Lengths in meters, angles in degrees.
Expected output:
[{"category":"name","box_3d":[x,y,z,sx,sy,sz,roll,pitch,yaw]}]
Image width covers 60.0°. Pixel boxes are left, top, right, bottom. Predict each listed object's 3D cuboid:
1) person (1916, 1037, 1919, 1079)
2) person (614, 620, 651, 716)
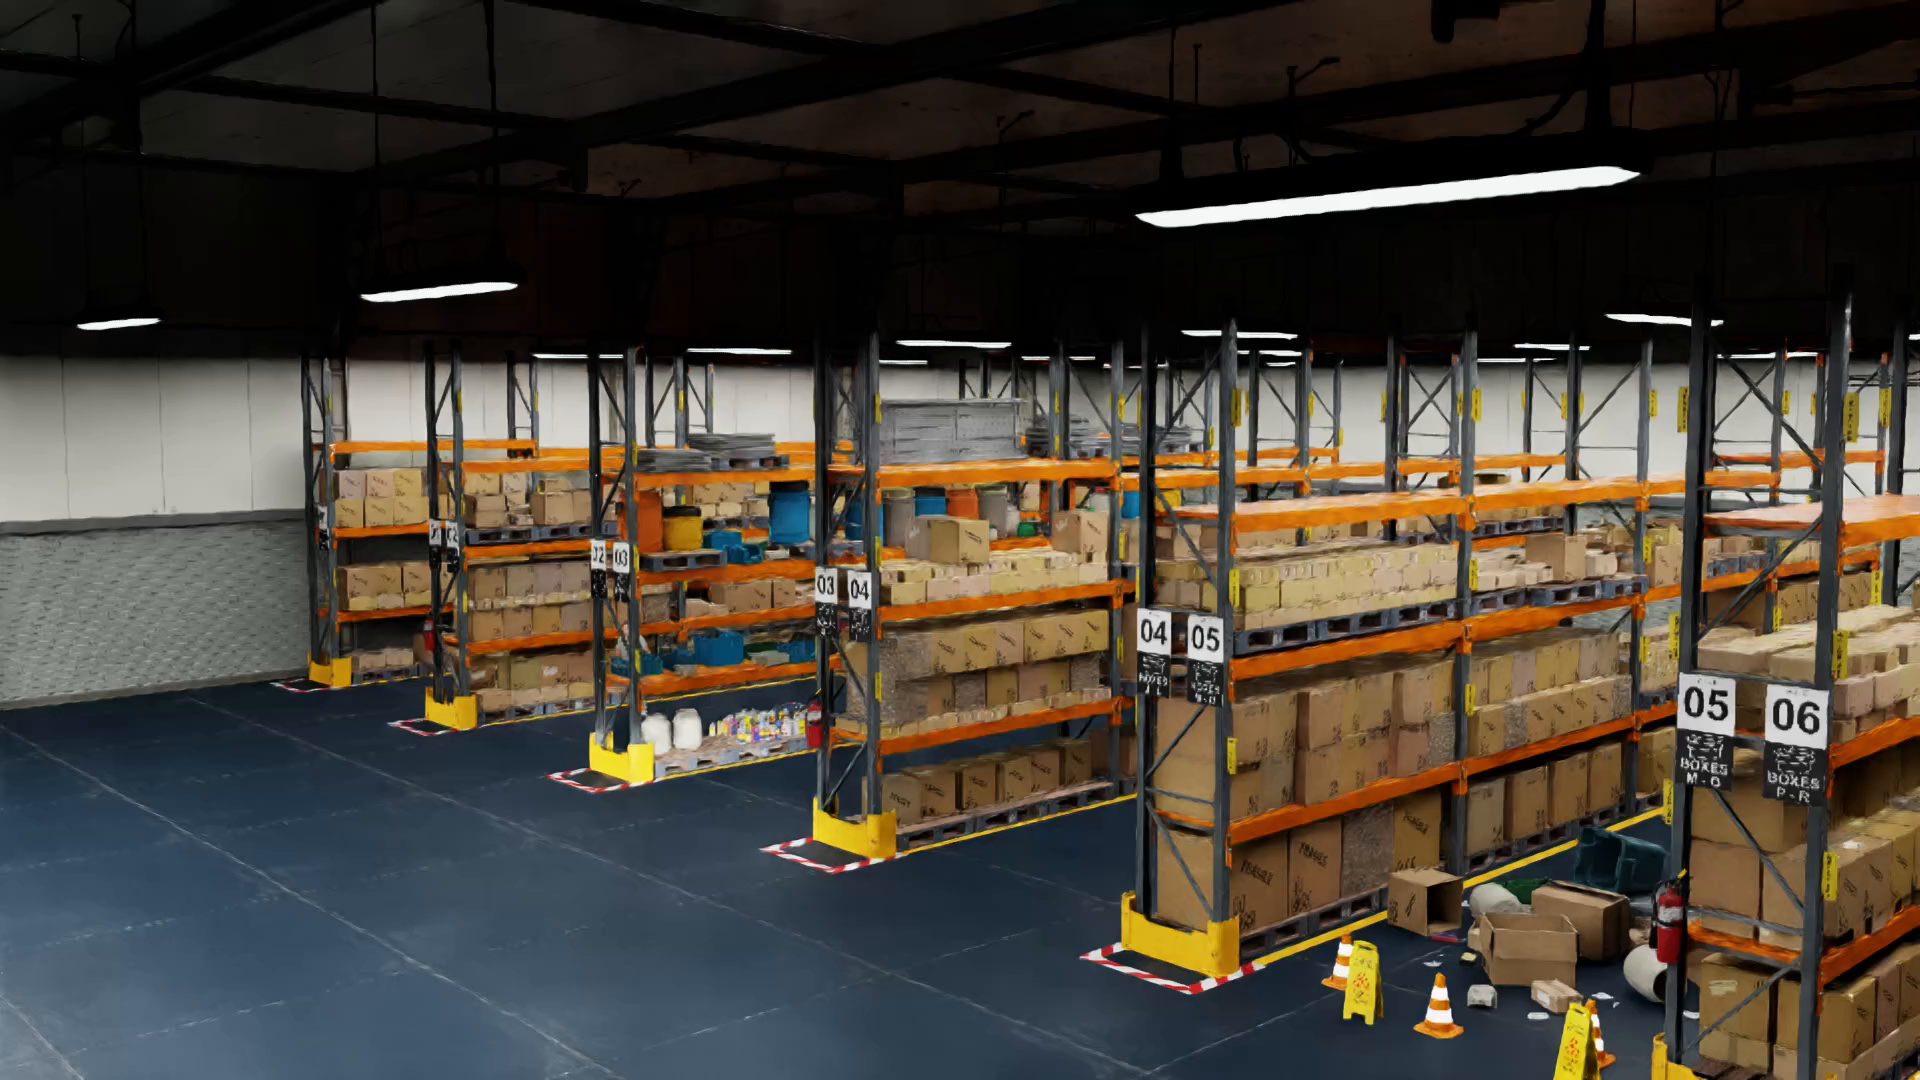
[{"category":"person","box_3d":[6.249,3.405,10.181,0.680,1.751,0.711,-4,6,-38]},{"category":"person","box_3d":[-5.143,2.041,26.347,0.613,1.601,0.802,3,6,28]}]
